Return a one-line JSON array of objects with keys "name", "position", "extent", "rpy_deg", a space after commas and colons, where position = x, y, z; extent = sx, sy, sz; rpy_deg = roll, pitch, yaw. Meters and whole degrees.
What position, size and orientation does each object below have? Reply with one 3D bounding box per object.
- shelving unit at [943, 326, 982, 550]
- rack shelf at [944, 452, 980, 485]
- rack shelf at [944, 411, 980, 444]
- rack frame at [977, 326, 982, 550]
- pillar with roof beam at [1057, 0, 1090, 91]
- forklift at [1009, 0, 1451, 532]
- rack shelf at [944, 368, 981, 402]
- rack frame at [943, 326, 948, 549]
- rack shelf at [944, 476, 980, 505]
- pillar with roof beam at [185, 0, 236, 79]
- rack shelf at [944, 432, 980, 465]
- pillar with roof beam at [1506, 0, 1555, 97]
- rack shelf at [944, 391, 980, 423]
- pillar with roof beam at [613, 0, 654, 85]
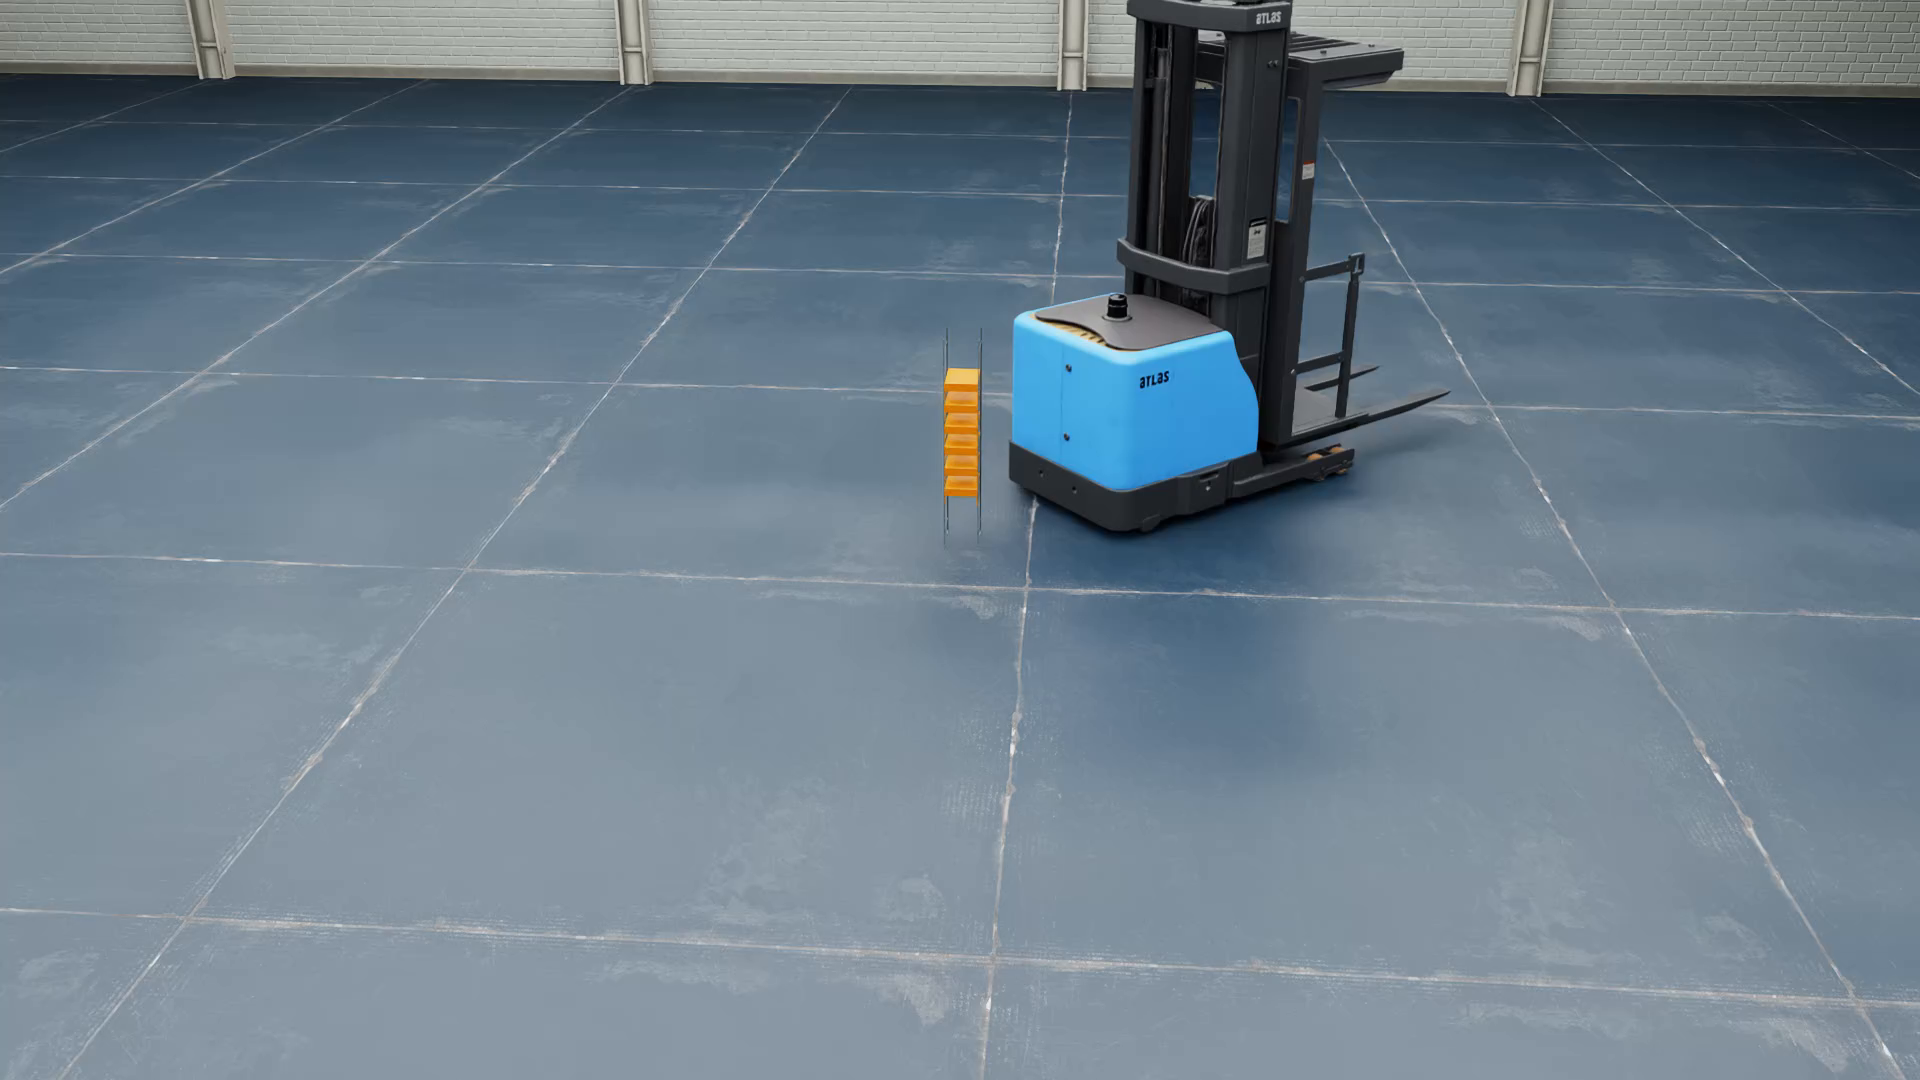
[{"name": "shelving unit", "position": [0.014, -0.545, 8.998], "extent": [0.189, 1.200, 0.258], "rpy_deg": [2, 25, 4]}, {"name": "rack shelf", "position": [0.014, -0.395, 9.067], "extent": [0.180, 0.103, 0.258], "rpy_deg": [2, 25, 4]}, {"name": "rack shelf", "position": [0.014, -0.613, 8.967], "extent": [0.180, 0.103, 0.258], "rpy_deg": [2, 25, 4]}, {"name": "rack frame", "position": [0.106, -0.542, 8.992], "extent": [0.006, 1.200, 0.240], "rpy_deg": [2, 25, 4]}, {"name": "pillar with roof beam", "position": [1.191, -8.424, 16.792], "extent": [0.400, 9.000, 9.100], "rpy_deg": [2, 25, 4]}, {"name": "forklift", "position": [1.782, -1.845, 9.753], "extent": [3.031, 2.935, 1.130], "rpy_deg": [-17, 30, -32]}, {"name": "rack shelf", "position": [0.014, -0.831, 8.866], "extent": [0.180, 0.103, 0.258], "rpy_deg": [2, 25, 4]}, {"name": "rack frame", "position": [-0.077, -0.548, 9.005], "extent": [0.006, 1.200, 0.240], "rpy_deg": [2, 25, 4]}, {"name": "rack shelf", "position": [0.014, -0.286, 9.117], "extent": [0.180, 0.103, 0.258], "rpy_deg": [2, 25, 4]}, {"name": "pillar with roof beam", "position": [-10.774, -8.808, 17.627], "extent": [0.400, 9.000, 9.100], "rpy_deg": [2, 25, 4]}, {"name": "rack shelf", "position": [0.014, -0.504, 9.017], "extent": [0.180, 0.103, 0.258], "rpy_deg": [2, 25, 4]}, {"name": "pillar with roof beam", "position": [7.173, -8.232, 16.375], "extent": [0.400, 9.000, 9.100], "rpy_deg": [2, 25, 4]}, {"name": "rack shelf", "position": [0.014, -0.722, 8.916], "extent": [0.180, 0.103, 0.258], "rpy_deg": [2, 25, 4]}, {"name": "pillar with roof beam", "position": [-4.791, -8.616, 17.210], "extent": [0.400, 9.000, 9.100], "rpy_deg": [2, 25, 4]}]
